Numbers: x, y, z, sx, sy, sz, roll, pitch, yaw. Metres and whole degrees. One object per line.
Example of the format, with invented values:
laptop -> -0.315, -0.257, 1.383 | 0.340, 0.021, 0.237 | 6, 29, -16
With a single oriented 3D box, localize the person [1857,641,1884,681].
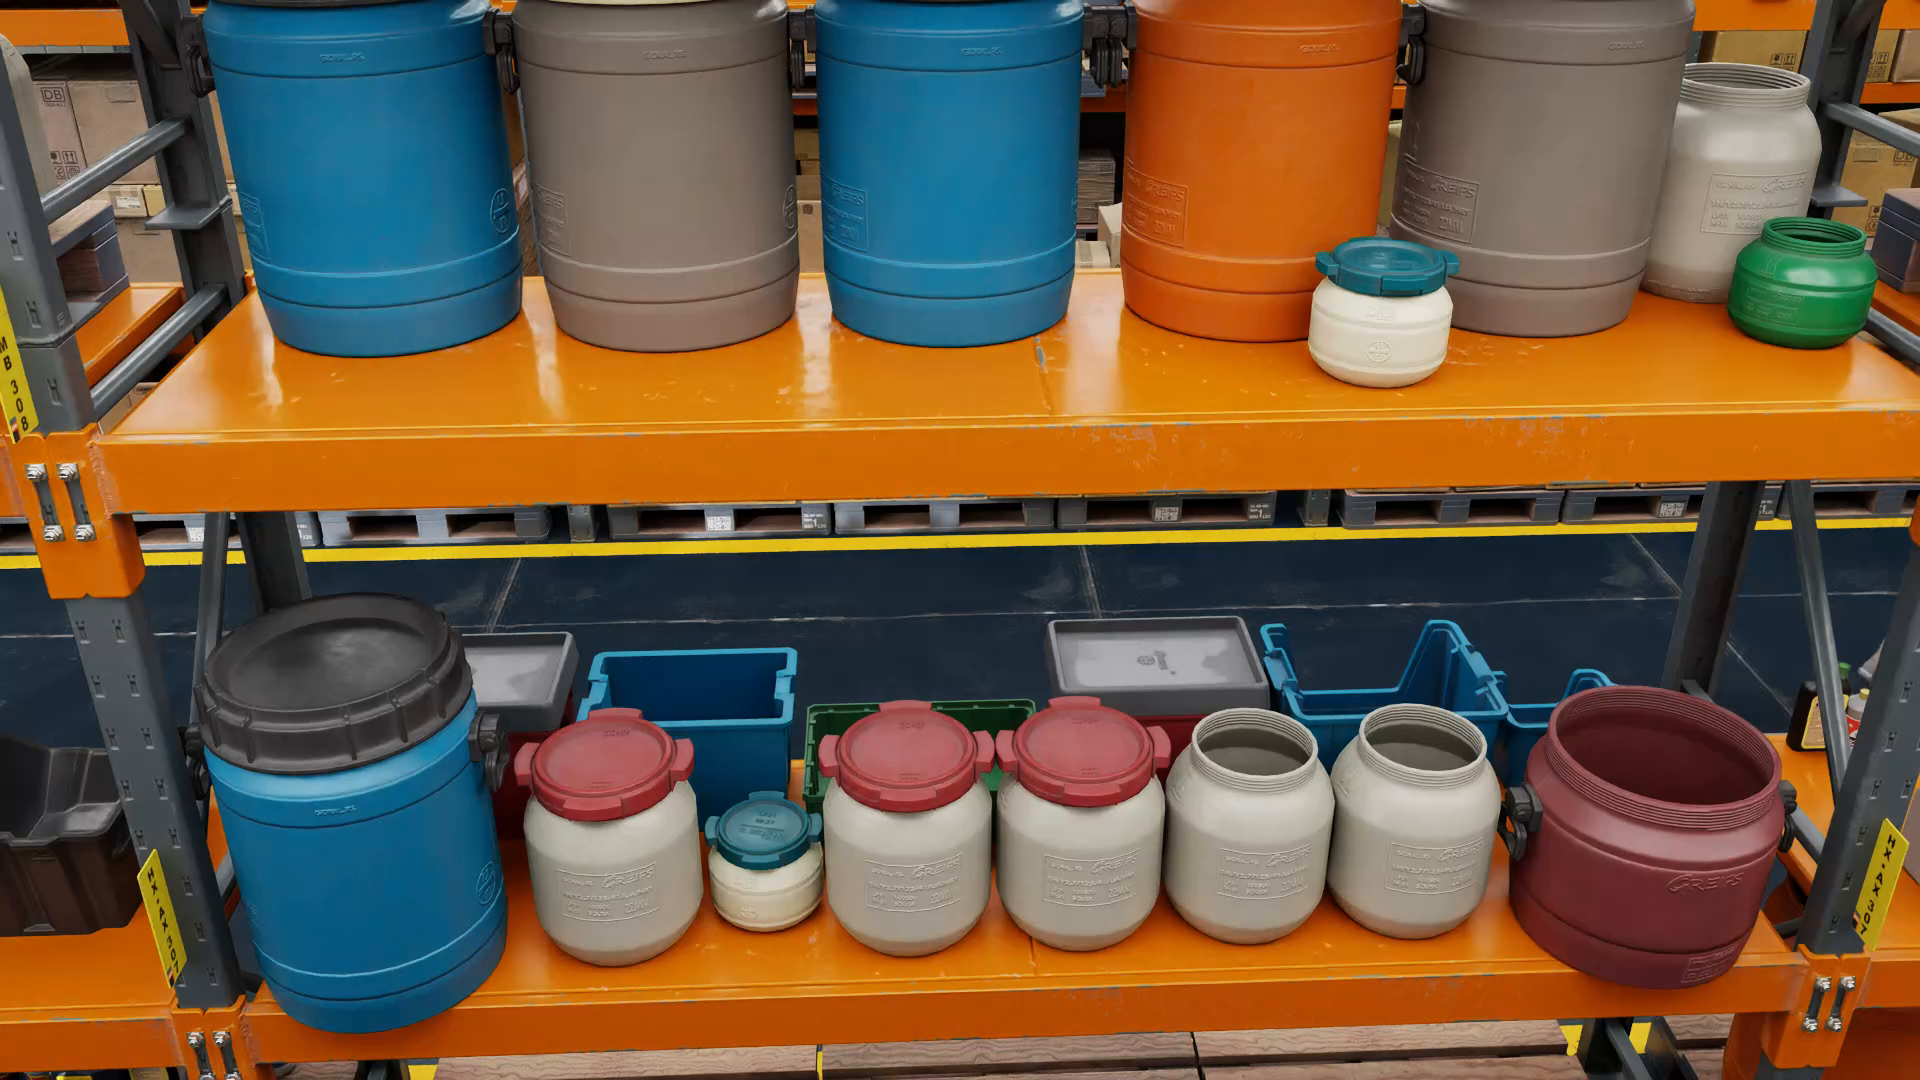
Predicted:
person -> 4.545, 0.003, 7.126 | 1.003, 1.678, 0.553 | -2, 27, -4
